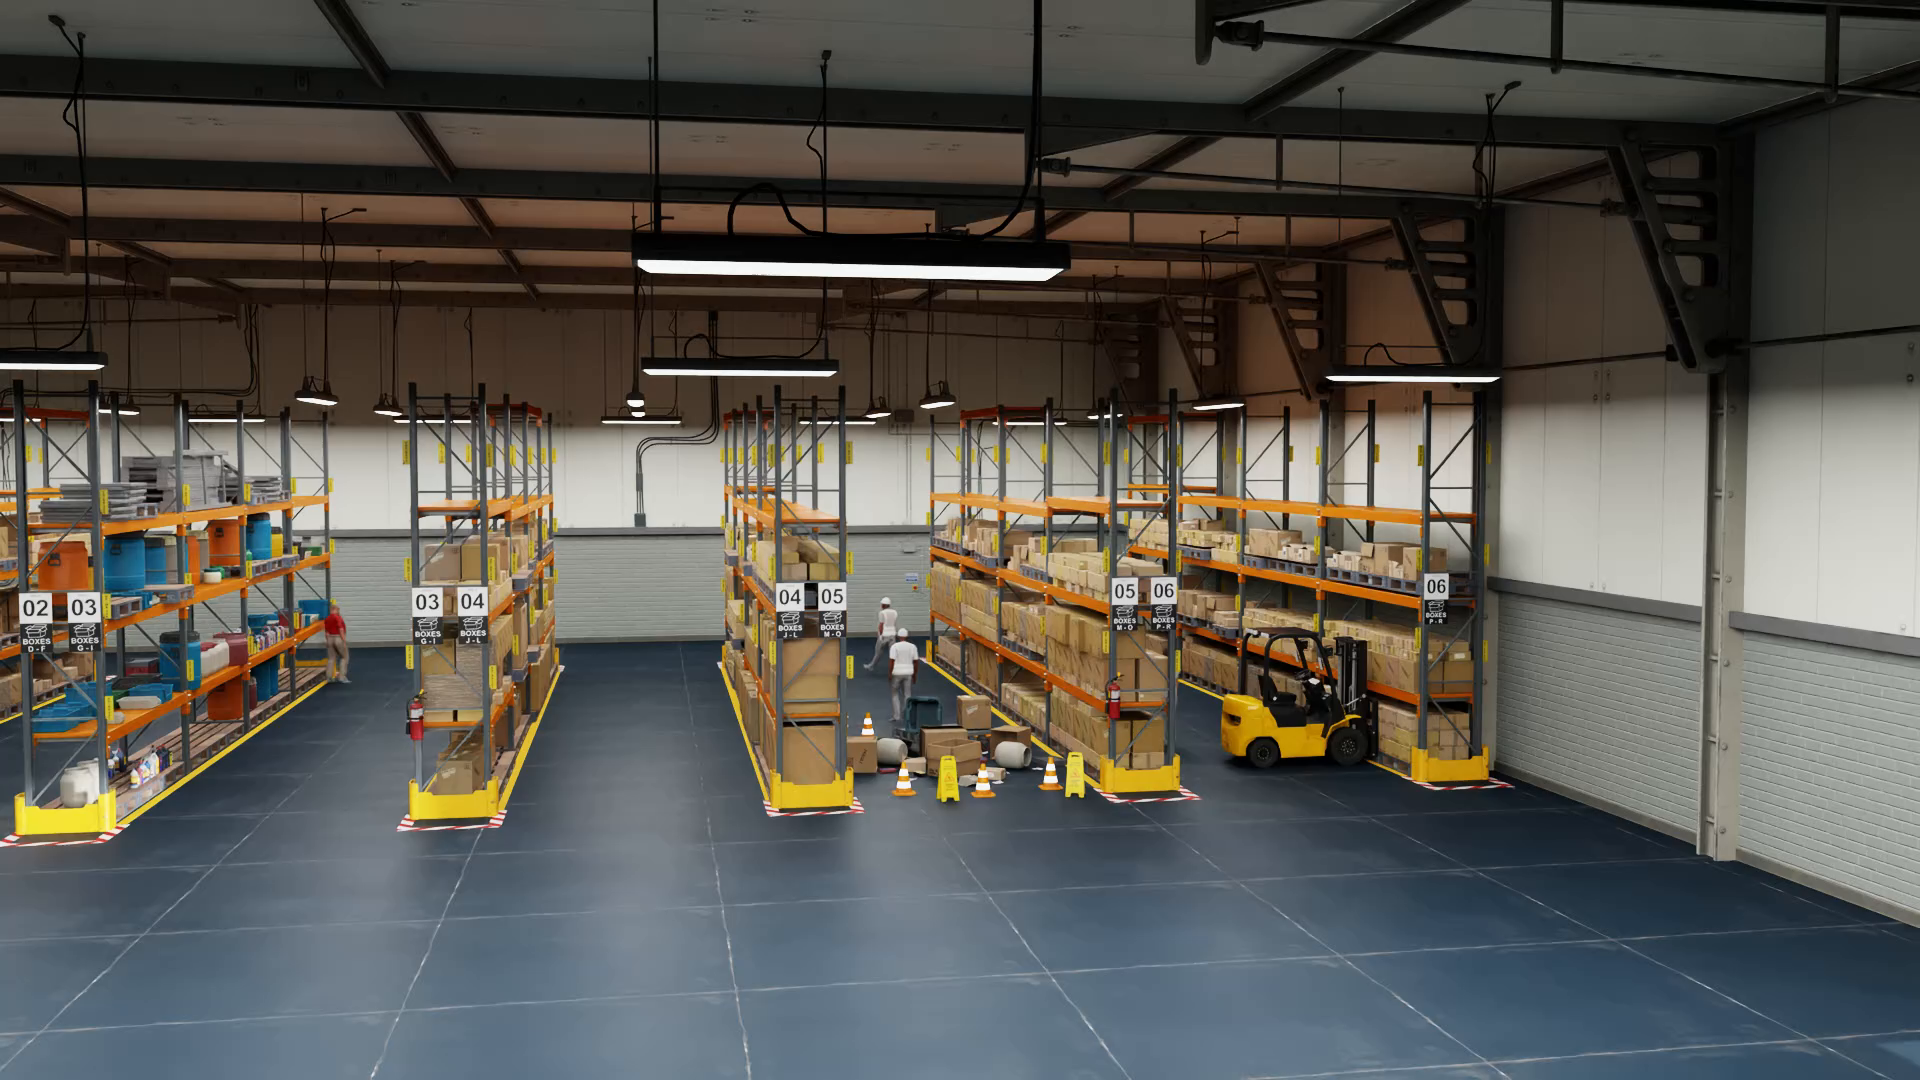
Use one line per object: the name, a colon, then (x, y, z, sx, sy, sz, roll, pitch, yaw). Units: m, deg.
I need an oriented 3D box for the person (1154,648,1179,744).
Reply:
person: (3.590, 2.738, 28.782, 0.463, 1.715, 0.595, -1, 3, -14)

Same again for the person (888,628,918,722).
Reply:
person: (-1.069, 2.563, 31.223, 0.610, 1.809, 0.602, -1, 3, -17)

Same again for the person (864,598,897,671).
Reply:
person: (-1.724, 2.178, 38.051, 0.565, 1.733, 1.026, -2, 4, -37)

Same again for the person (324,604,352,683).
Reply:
person: (-13.770, 2.313, 36.590, 0.579, 1.781, 0.510, 1, 3, 15)
